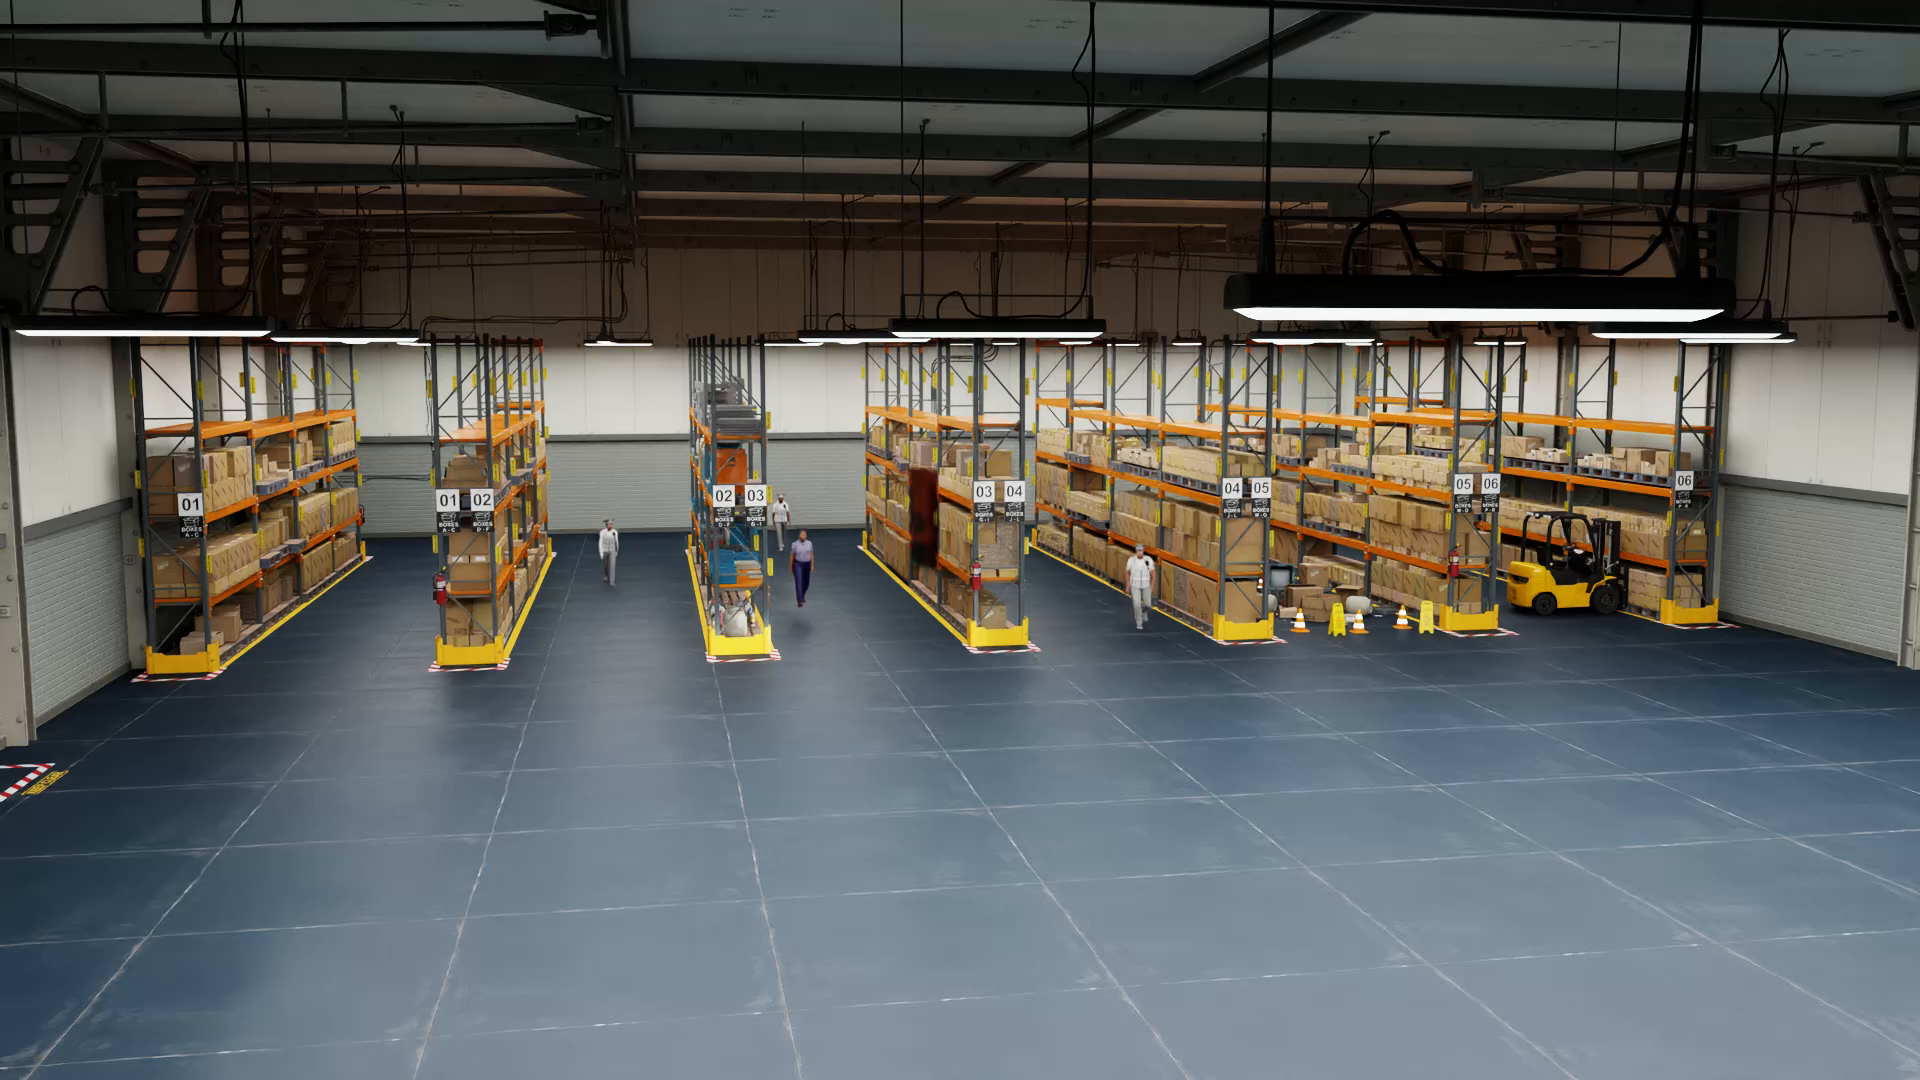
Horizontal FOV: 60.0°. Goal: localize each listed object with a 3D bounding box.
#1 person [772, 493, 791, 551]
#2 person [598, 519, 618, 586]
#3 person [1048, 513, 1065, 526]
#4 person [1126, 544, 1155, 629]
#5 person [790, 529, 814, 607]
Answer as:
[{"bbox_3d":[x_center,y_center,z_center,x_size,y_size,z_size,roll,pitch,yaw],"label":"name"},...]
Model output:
[{"bbox_3d":[-5.103,-0.540,47.487,0.494,1.621,1.033,-2,7,-13],"label":"person"},{"bbox_3d":[-8.534,0.272,40.417,0.452,1.612,1.049,-1,7,-11],"label":"person"},{"bbox_3d":[3.007,-1.157,52.664,1.019,1.681,0.517,-5,8,-35],"label":"person"},{"bbox_3d":[3.699,0.925,34.135,0.598,1.757,0.648,0,7,0],"label":"person"},{"bbox_3d":[-3.382,0.575,35.558,0.498,1.627,0.931,-3,7,-27],"label":"person"}]
